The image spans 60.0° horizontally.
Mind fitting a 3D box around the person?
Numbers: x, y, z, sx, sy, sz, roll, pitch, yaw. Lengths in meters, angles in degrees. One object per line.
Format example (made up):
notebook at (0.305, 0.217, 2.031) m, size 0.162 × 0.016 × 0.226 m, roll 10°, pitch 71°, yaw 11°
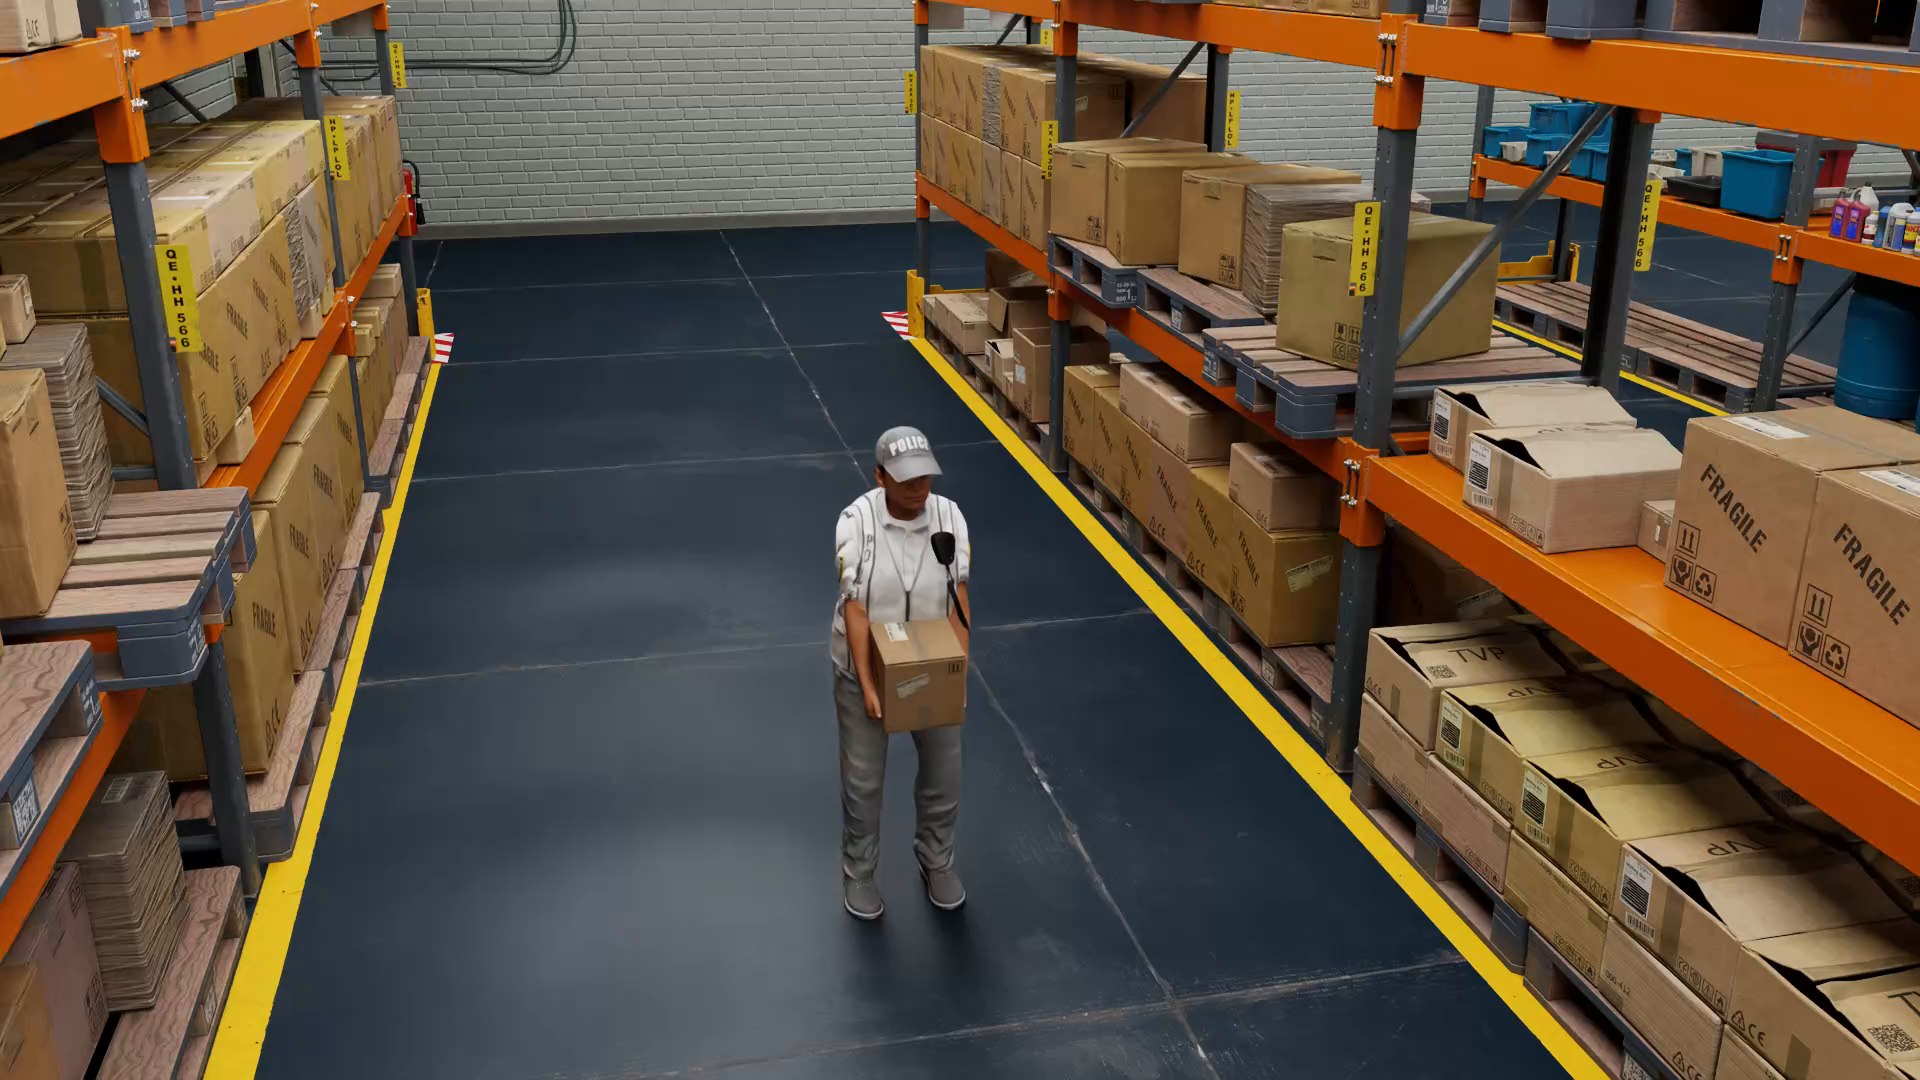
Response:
person at (-0.176, 0.443, 5.356) m, size 0.452 × 1.660 × 0.560 m, roll -5°, pitch 20°, yaw -13°
